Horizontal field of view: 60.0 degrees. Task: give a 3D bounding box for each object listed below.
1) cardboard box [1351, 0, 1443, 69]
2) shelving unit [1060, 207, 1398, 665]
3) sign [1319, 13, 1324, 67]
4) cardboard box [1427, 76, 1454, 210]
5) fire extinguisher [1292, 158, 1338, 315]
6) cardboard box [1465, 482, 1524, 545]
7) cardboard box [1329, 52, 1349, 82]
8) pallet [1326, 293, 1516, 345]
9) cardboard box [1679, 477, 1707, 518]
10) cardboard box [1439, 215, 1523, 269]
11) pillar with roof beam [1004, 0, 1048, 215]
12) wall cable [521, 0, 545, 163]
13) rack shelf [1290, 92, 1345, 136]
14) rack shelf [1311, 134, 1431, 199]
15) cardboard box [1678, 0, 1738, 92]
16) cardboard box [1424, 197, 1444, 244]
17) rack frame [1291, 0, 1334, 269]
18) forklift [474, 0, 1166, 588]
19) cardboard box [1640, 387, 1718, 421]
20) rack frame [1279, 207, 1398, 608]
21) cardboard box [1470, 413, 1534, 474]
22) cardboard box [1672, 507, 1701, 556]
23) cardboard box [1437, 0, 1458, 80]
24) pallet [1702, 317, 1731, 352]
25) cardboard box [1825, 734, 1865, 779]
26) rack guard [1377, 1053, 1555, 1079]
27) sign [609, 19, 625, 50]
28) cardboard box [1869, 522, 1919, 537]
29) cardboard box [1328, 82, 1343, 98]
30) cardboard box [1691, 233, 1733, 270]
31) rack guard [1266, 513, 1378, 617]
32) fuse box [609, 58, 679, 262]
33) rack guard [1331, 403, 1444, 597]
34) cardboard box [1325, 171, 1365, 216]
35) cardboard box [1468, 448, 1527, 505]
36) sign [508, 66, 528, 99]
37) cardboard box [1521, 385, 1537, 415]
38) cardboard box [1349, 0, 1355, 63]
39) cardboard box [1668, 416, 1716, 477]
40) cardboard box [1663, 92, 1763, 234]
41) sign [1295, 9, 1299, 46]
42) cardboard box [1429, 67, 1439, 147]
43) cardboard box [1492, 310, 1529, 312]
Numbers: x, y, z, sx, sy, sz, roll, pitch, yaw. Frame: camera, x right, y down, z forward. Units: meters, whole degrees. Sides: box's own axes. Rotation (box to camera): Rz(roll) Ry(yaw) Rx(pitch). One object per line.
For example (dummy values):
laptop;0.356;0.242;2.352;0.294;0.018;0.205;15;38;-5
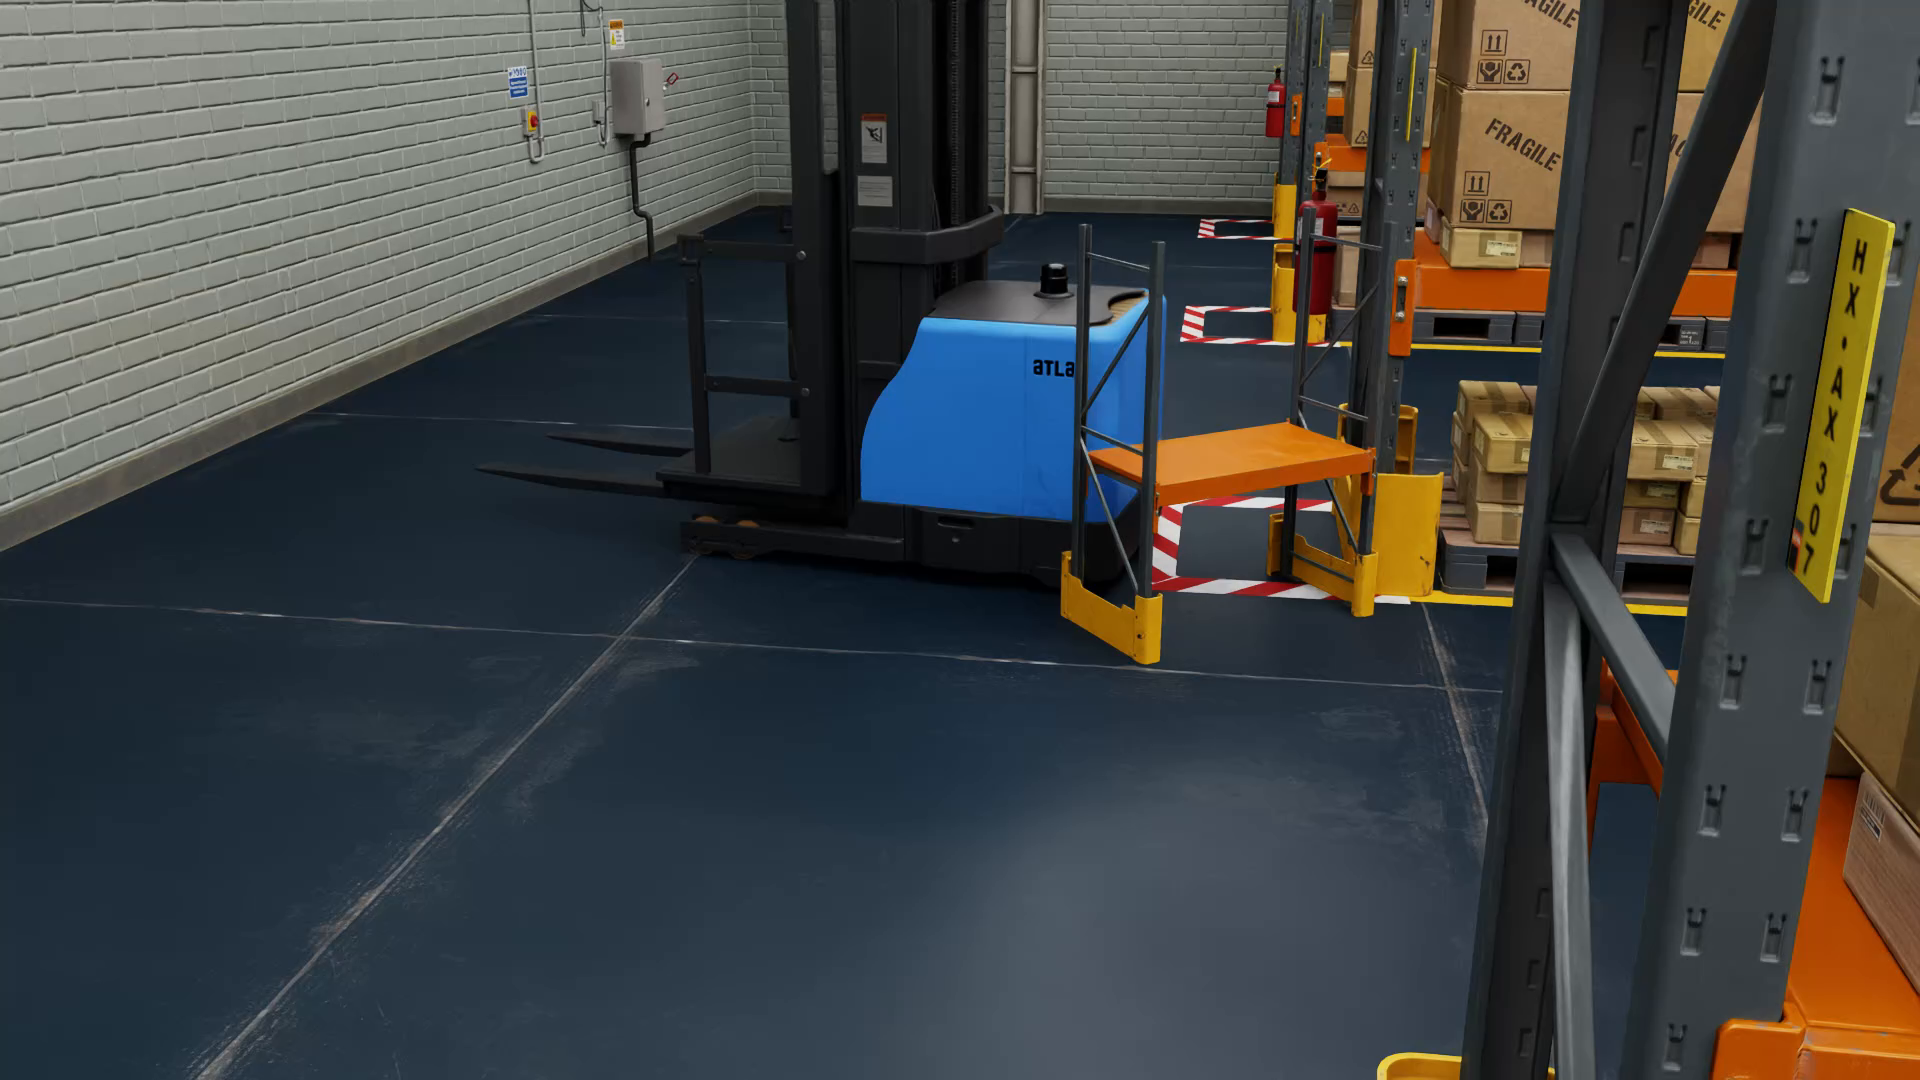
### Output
cardboard box;2.848;-3.352;10.861;0.500;0.500;0.500;3;19;7
shelving unit;0.995;-0.425;6.208;1.083;1.500;0.587;-10;21;-26
sign;2.325;-3.218;10.705;0.005;0.325;0.100;3;19;9
cardboard box;2.218;-1.634;6.834;0.500;0.500;0.500;3;19;10
fire extinguisher;1.558;-1.332;7.266;0.183;0.674;0.296;3;19;9
cardboard box;2.200;-0.109;6.731;0.250;0.149;0.380;3;19;10
cardboard box;3.608;-4.462;15.678;0.500;0.250;0.500;3;19;9
pallet;3.221;-1.606;11.770;1.213;0.211;1.003;3;19;9
cardboard box;2.963;-0.206;6.555;0.250;0.149;0.380;4;19;10
cardboard box;2.001;-1.150;6.408;0.250;0.149;0.380;3;19;8
pillar with roof beam;0.000;-6.413;12.289;0.400;9.000;9.100;3;19;9
wall cable;-3.152;-3.717;12.034;0.123;1.953;0.585;3;19;9
rack shelf;5.177;-4.057;15.836;4.000;0.370;1.077;3;19;9
rack shelf;4.394;-2.502;11.187;4.000;0.370;1.077;3;19;9
cardboard box;2.634;-1.921;6.116;0.500;0.500;0.500;3;19;10
cardboard box;2.100;-1.341;6.980;0.250;0.149;0.380;3;19;9
rack frame;2.419;-2.944;11.374;0.127;3.000;1.000;3;19;9
forklift;-0.676;-1.456;7.036;3.031;2.935;1.130;6;19;17
cardboard box;3.057;-0.533;7.063;0.250;0.149;0.380;2;19;6
rack frame;1.452;-0.502;6.439;0.032;1.500;0.500;-10;21;-26
cardboard box;2.197;-0.385;6.618;0.250;0.149;0.380;2;19;6
cardboard box;2.953;-0.063;6.597;0.250;0.149;0.380;3;19;9
cardboard box;2.225;-2.106;6.666;0.500;0.500;0.500;3;19;8
pallet;5.630;-1.483;11.403;1.213;0.211;1.003;3;19;9
cardboard box;1.251;0.195;2.390;0.250;0.149;0.380;3;19;10
rack guard;0.823;1.345;2.495;0.348;0.500;1.175;3;19;9
sign;-2.888;-4.256;13.994;0.001;0.242;0.339;3;19;9
cardboard box;1.368;0.032;2.247;0.500;0.250;0.500;3;19;8
cardboard box;3.484;-4.277;15.756;0.250;0.149;0.380;3;19;8
cardboard box;2.794;-1.150;6.408;0.250;0.149;0.380;4;19;11
rack guard;1.435;0.094;6.628;0.087;0.250;0.587;-10;21;-26
fuse box;-2.675;-3.260;14.350;0.414;1.711;0.539;3;19;9
rack guard;1.808;-0.199;7.109;0.348;0.500;1.175;3;19;9
cardboard box;3.791;-3.454;16.171;0.637;0.503;0.797;2;19;6
cardboard box;2.210;-0.269;6.743;0.250;0.149;0.380;4;19;11
sign;-3.220;-3.336;12.122;0.001;0.218;0.327;3;19;9
cardboard box;2.535;-0.539;7.081;0.250;0.149;0.380;3;19;10
cardboard box;2.933;-3.516;11.350;0.500;0.500;0.500;4;19;10
cardboard box;2.975;-0.369;6.572;0.250;0.149;0.380;2;19;6
cardboard box;2.665;-1.448;6.278;0.500;0.500;0.500;3;19;9
sign;3.117;-4.740;15.377;0.005;0.325;0.100;3;19;9
cardboard box;3.351;-2.860;10.967;0.500;0.500;0.500;3;19;8
cardboard box;3.991;-1.883;11.579;0.875;0.438;0.875;3;19;10
